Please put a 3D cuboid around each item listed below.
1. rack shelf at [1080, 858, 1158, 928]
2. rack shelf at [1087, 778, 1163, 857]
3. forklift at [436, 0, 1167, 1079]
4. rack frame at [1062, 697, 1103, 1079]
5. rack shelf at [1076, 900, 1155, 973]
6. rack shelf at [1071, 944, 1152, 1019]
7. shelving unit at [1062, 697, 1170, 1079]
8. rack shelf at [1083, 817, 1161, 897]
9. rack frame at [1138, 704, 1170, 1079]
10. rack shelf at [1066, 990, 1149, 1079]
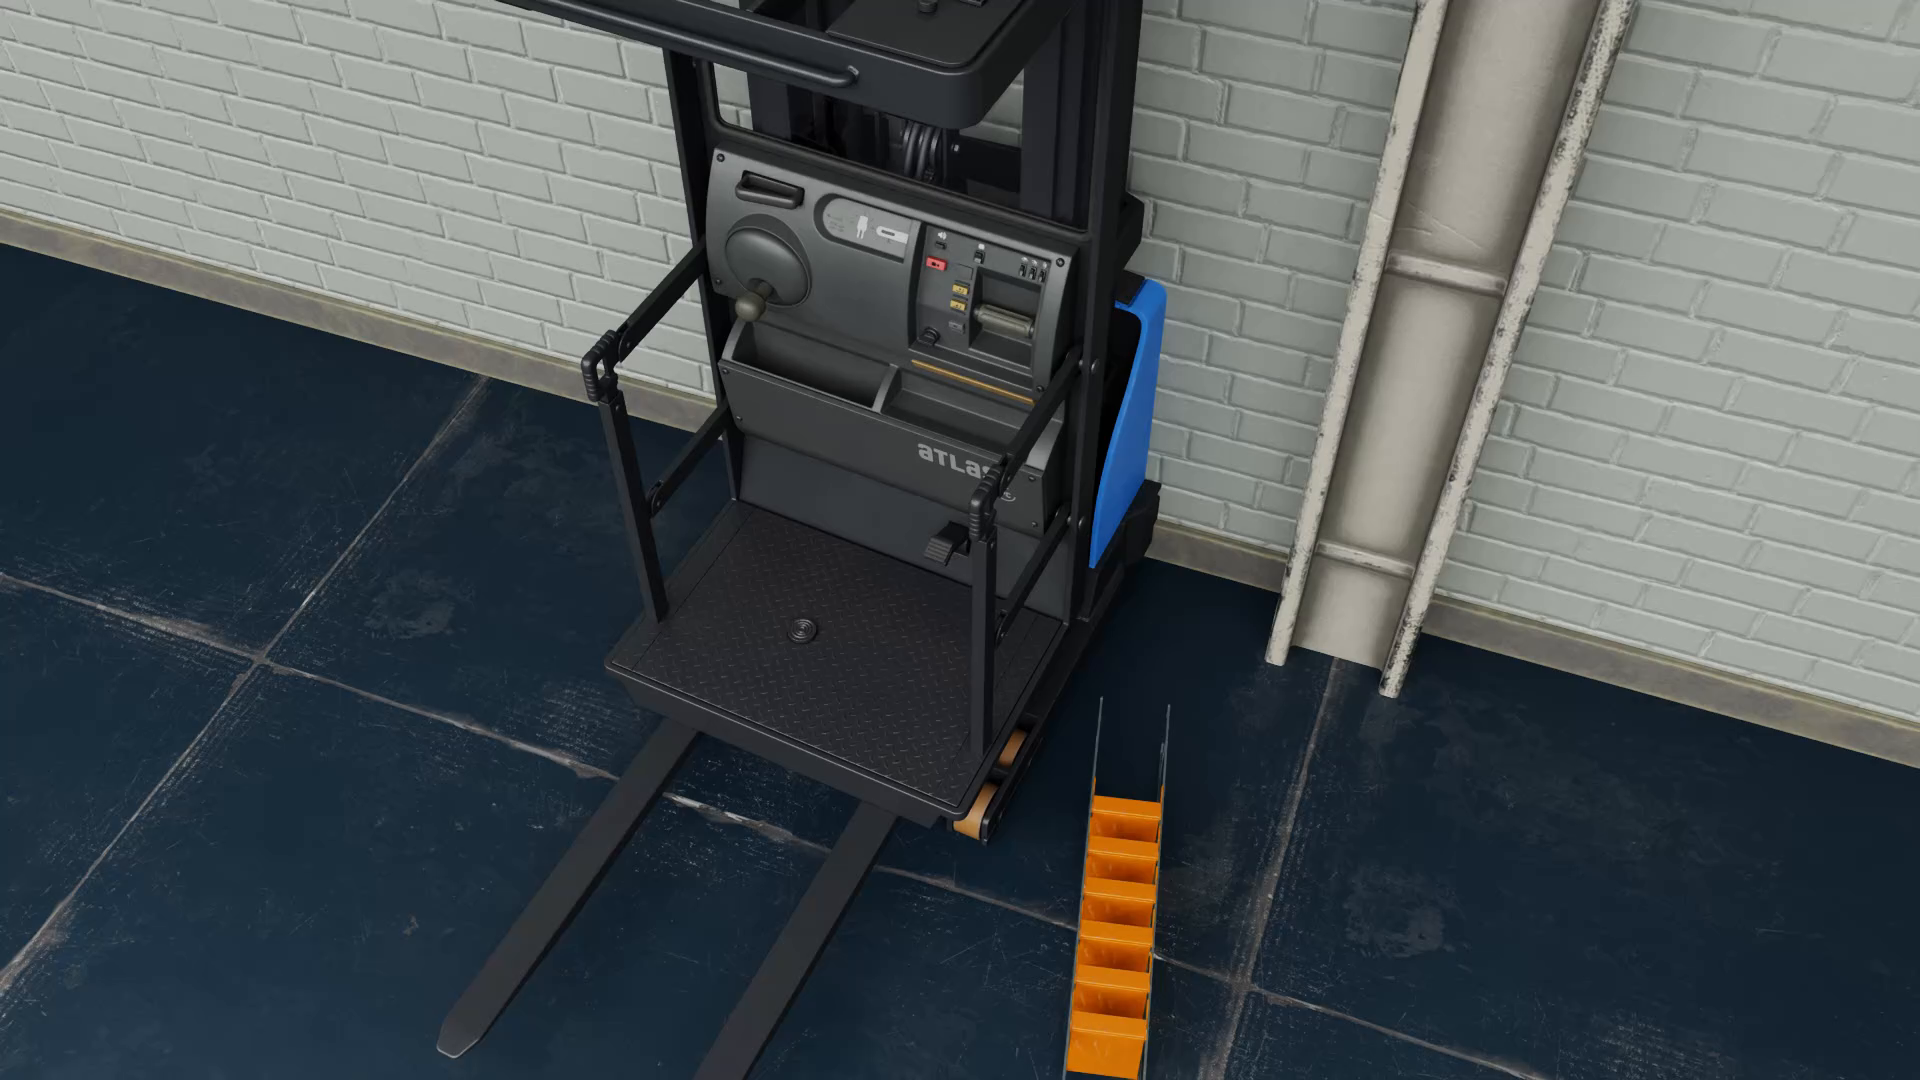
[{"bbox_3d":[0.402,0.930,4.249,0.180,0.258,0.103,6,49,5],"label":"rack shelf"},{"bbox_3d":[0.434,0.751,4.405,0.180,0.258,0.103,6,49,5],"label":"rack shelf"},{"bbox_3d":[-0.274,-0.534,3.773,1.130,2.935,3.031,20,52,17],"label":"forklift"},{"bbox_3d":[0.305,0.954,4.228,0.006,0.240,1.200,6,49,5],"label":"rack frame"},{"bbox_3d":[0.385,1.020,4.171,0.180,0.258,0.103,6,49,5],"label":"rack shelf"},{"bbox_3d":[0.369,1.110,4.093,0.180,0.258,0.103,6,49,5],"label":"rack shelf"},{"bbox_3d":[0.396,0.964,4.220,0.189,0.258,1.200,6,49,5],"label":"shelving unit"},{"bbox_3d":[0.418,0.841,4.327,0.180,0.258,0.103,6,49,5],"label":"rack shelf"},{"bbox_3d":[0.486,0.973,4.212,0.006,0.240,1.200,6,49,5],"label":"rack frame"},{"bbox_3d":[0.353,1.200,4.015,0.180,0.258,0.103,6,49,5],"label":"rack shelf"}]
